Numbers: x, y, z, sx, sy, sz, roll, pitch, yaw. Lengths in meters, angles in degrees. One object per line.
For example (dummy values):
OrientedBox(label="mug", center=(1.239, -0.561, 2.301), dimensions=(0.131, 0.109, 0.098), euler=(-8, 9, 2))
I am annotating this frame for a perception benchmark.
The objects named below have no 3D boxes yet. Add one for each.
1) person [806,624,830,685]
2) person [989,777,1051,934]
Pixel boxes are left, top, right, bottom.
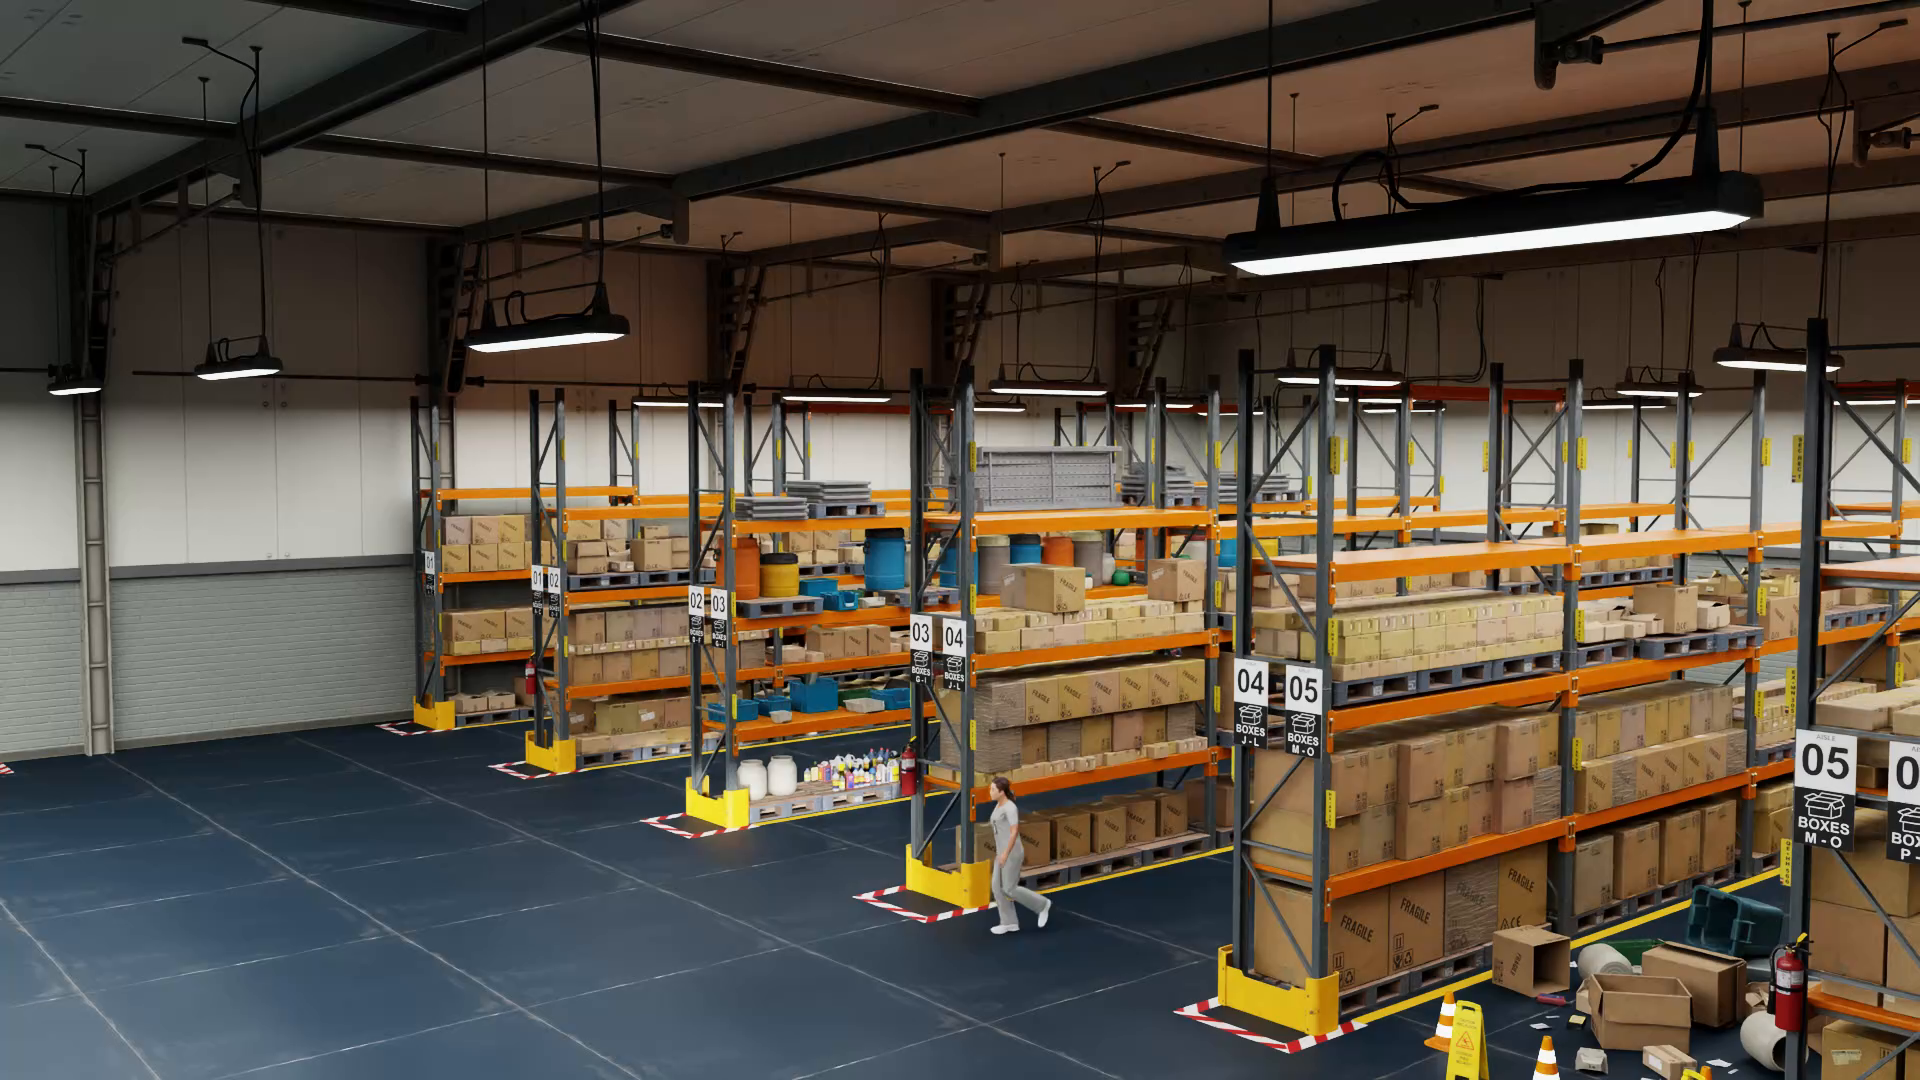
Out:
OrientedBox(label="person", center=(-2.854, 2.427, 32.630), dimensions=(0.475, 1.589, 1.050), euler=(2, 4, 33))
OrientedBox(label="person", center=(0.626, 3.312, 17.583), dimensions=(0.647, 1.645, 0.498), euler=(-1, 4, -17))
